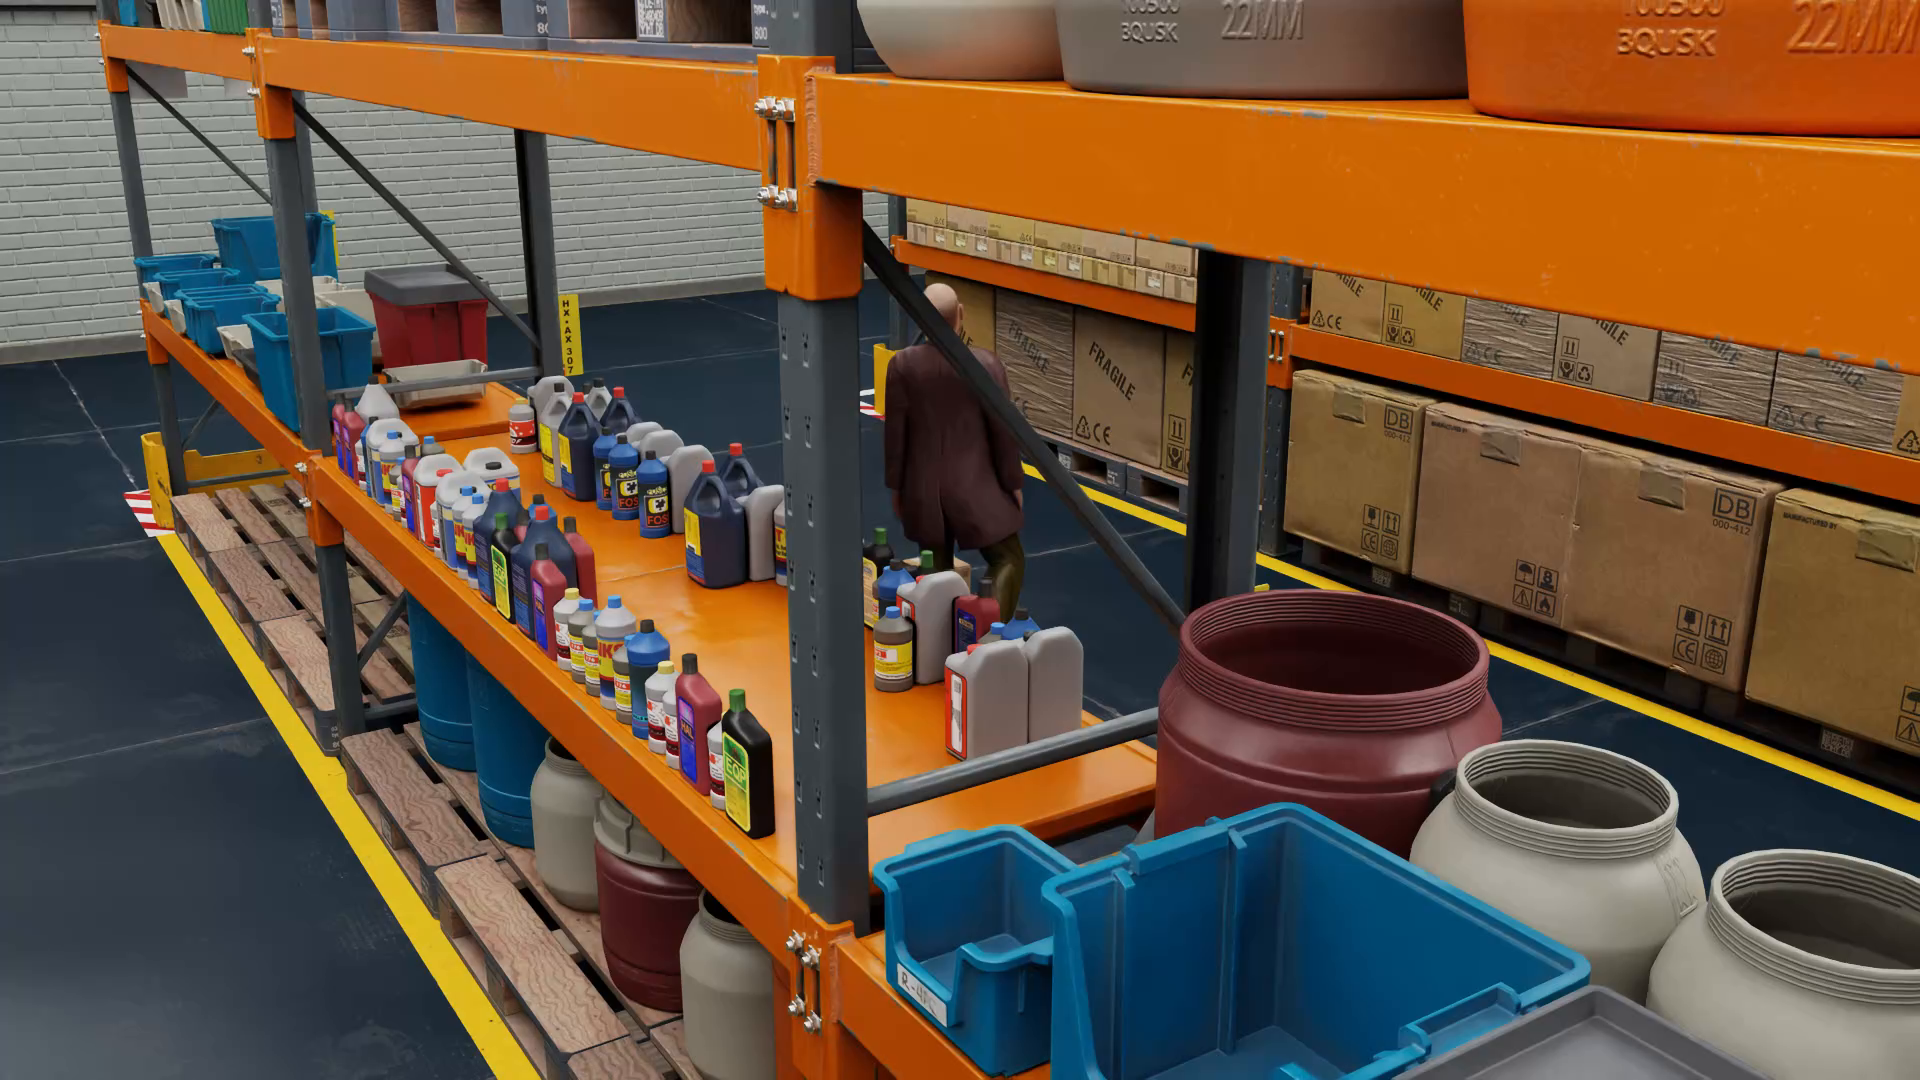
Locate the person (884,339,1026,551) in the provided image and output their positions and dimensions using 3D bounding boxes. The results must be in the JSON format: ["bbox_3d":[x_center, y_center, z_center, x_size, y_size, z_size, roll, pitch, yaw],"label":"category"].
[{"bbox_3d":[-0.022,-0.439,7.167,0.630,0.945,0.377,6,19,18],"label":"person"}]
